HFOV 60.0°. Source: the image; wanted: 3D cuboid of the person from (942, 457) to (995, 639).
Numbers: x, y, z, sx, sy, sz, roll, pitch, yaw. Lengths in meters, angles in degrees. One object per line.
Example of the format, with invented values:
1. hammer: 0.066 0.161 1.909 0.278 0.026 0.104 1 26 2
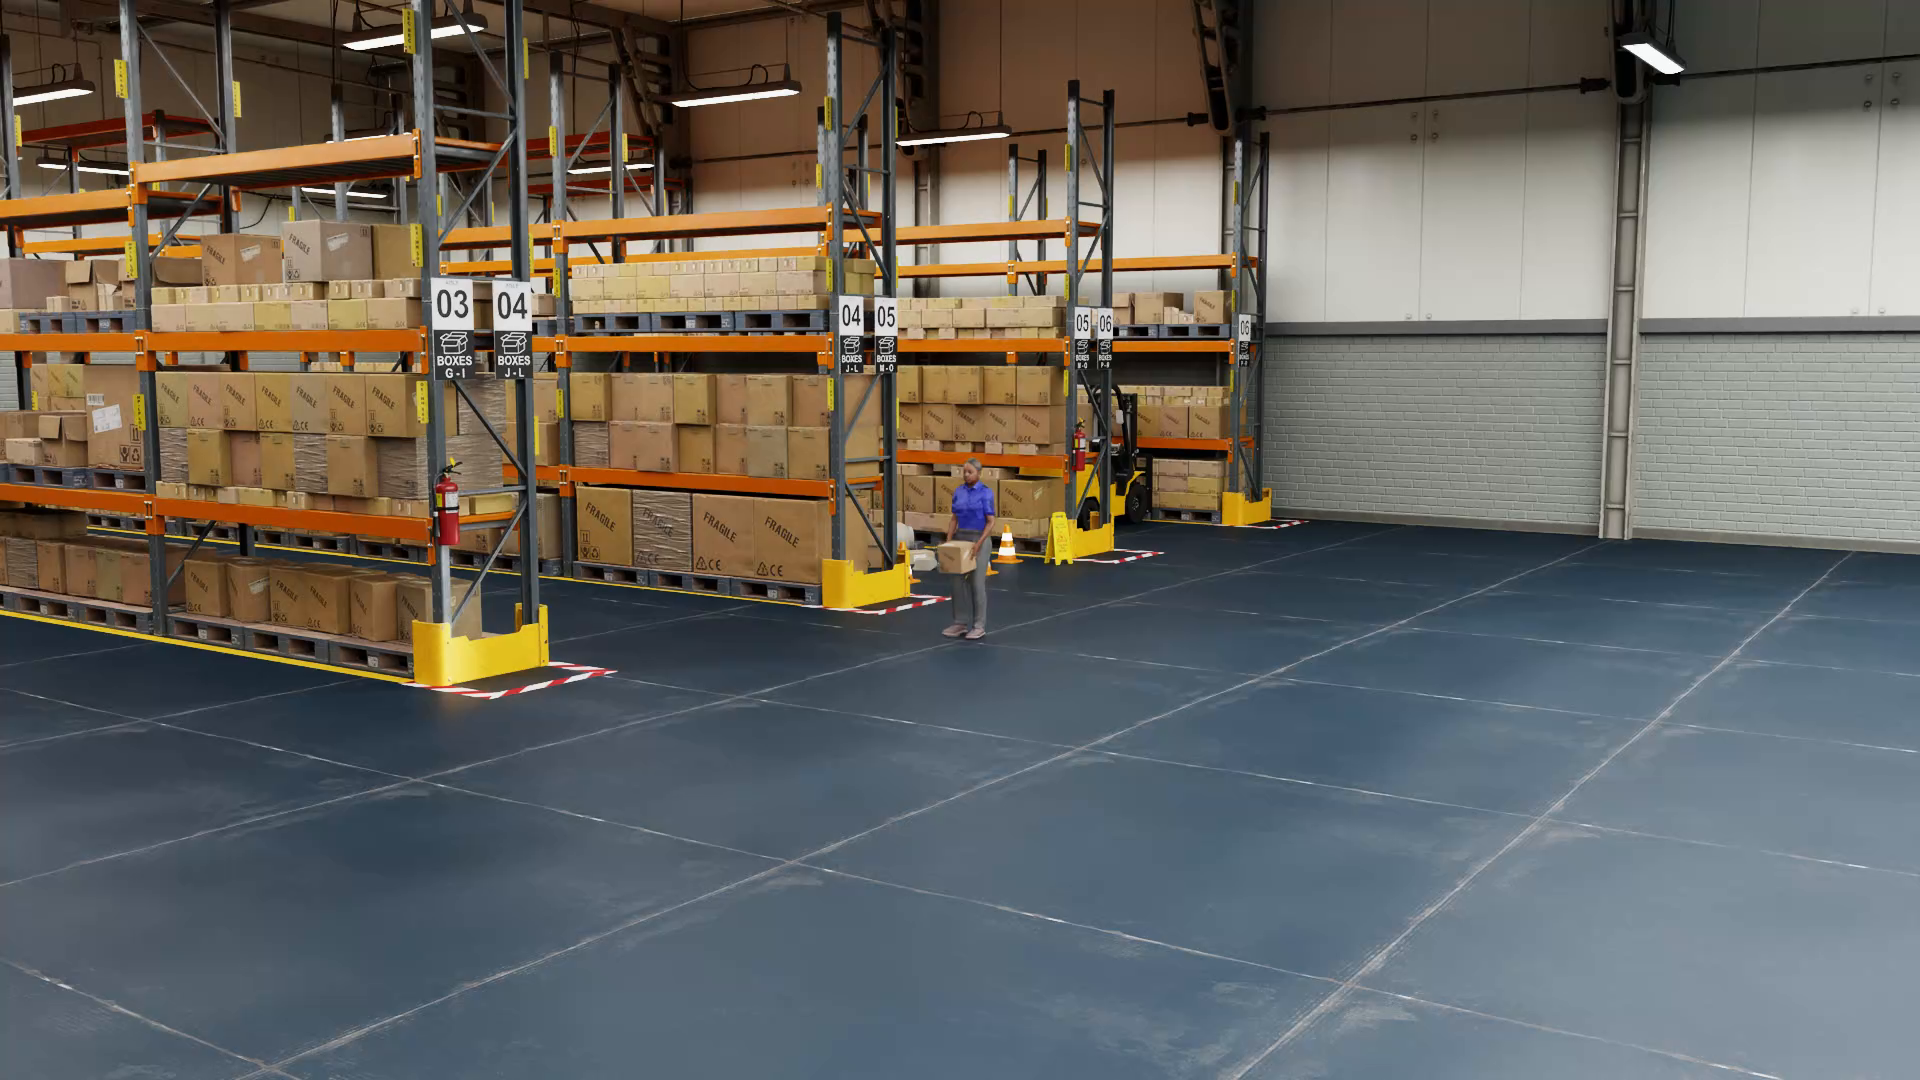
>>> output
1. person: 0.087 0.068 15.392 0.481 1.662 0.397 4 8 32
